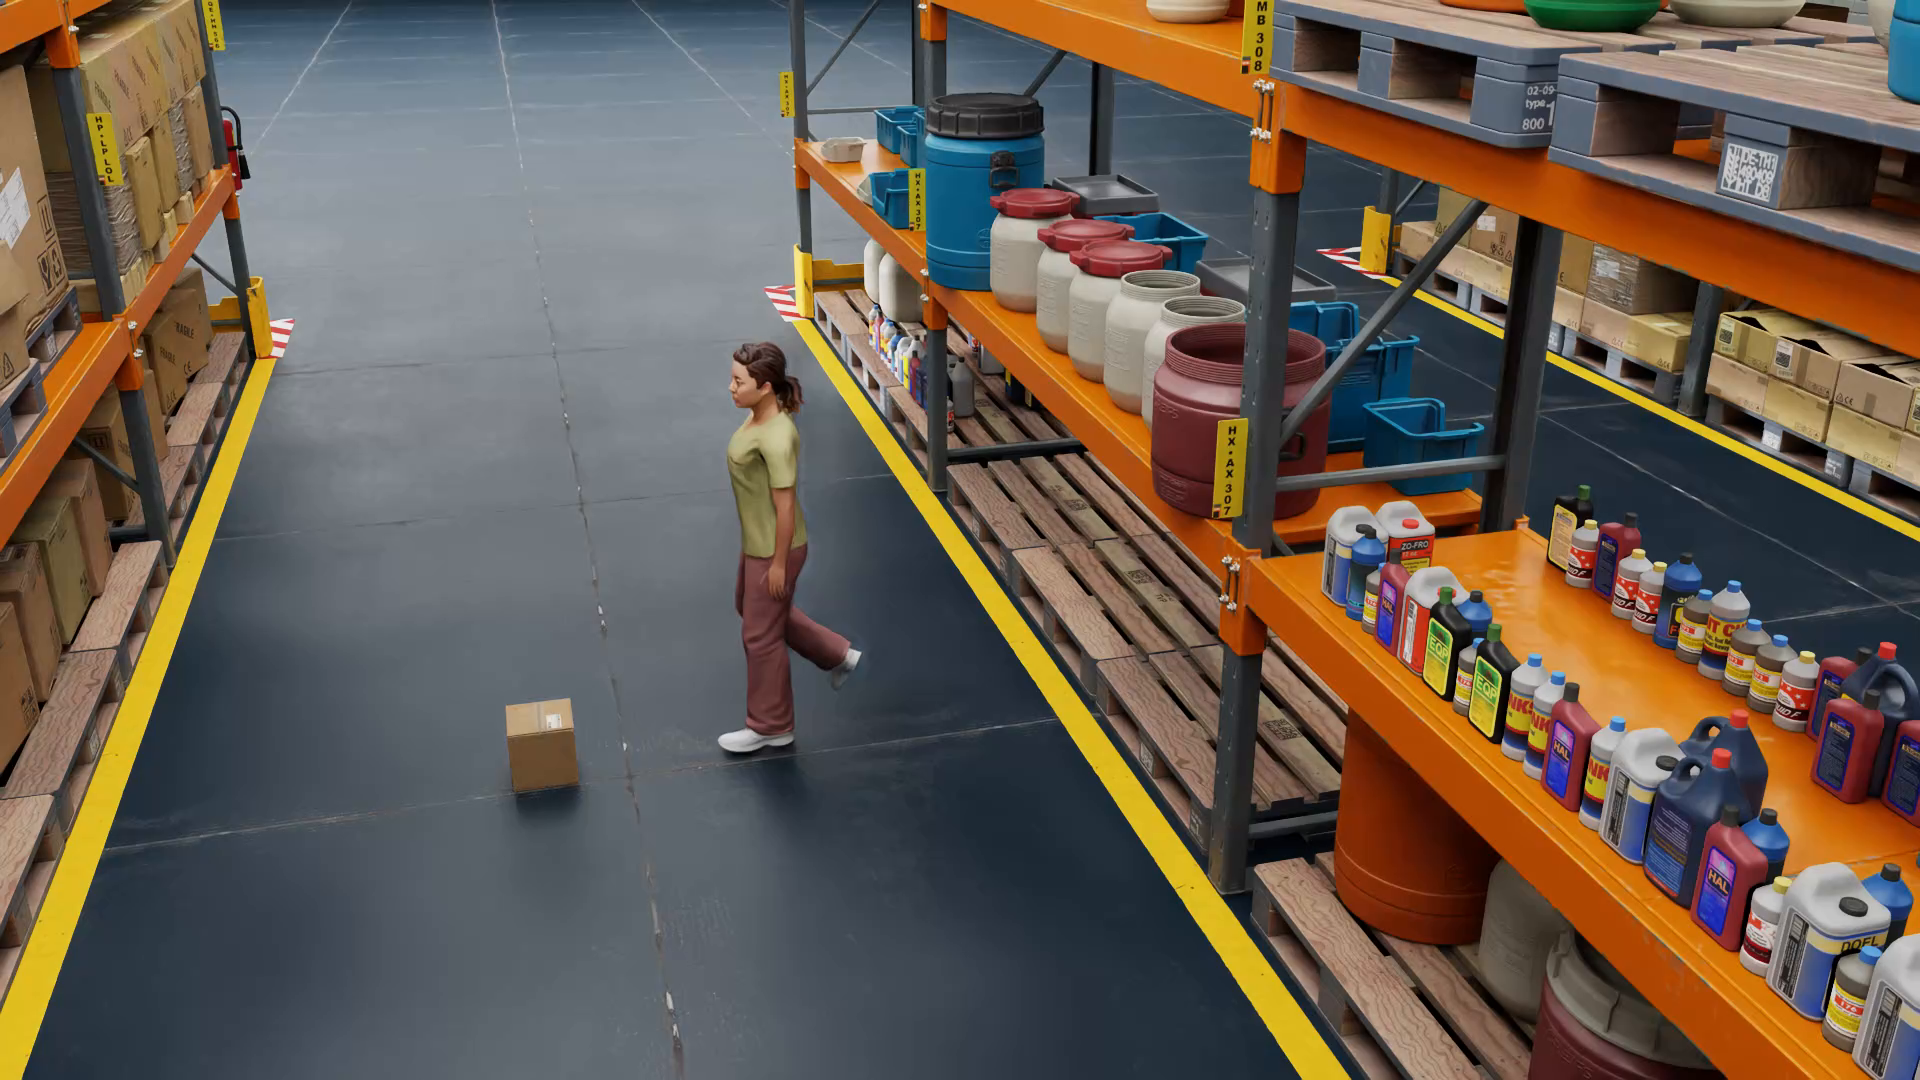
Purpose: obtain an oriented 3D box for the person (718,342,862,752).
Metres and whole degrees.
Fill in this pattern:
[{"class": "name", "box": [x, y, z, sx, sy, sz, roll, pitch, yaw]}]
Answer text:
[{"class": "person", "box": [-0.692, 0.013, 6.538, 0.614, 1.670, 0.526, -4, 23, -9]}]
